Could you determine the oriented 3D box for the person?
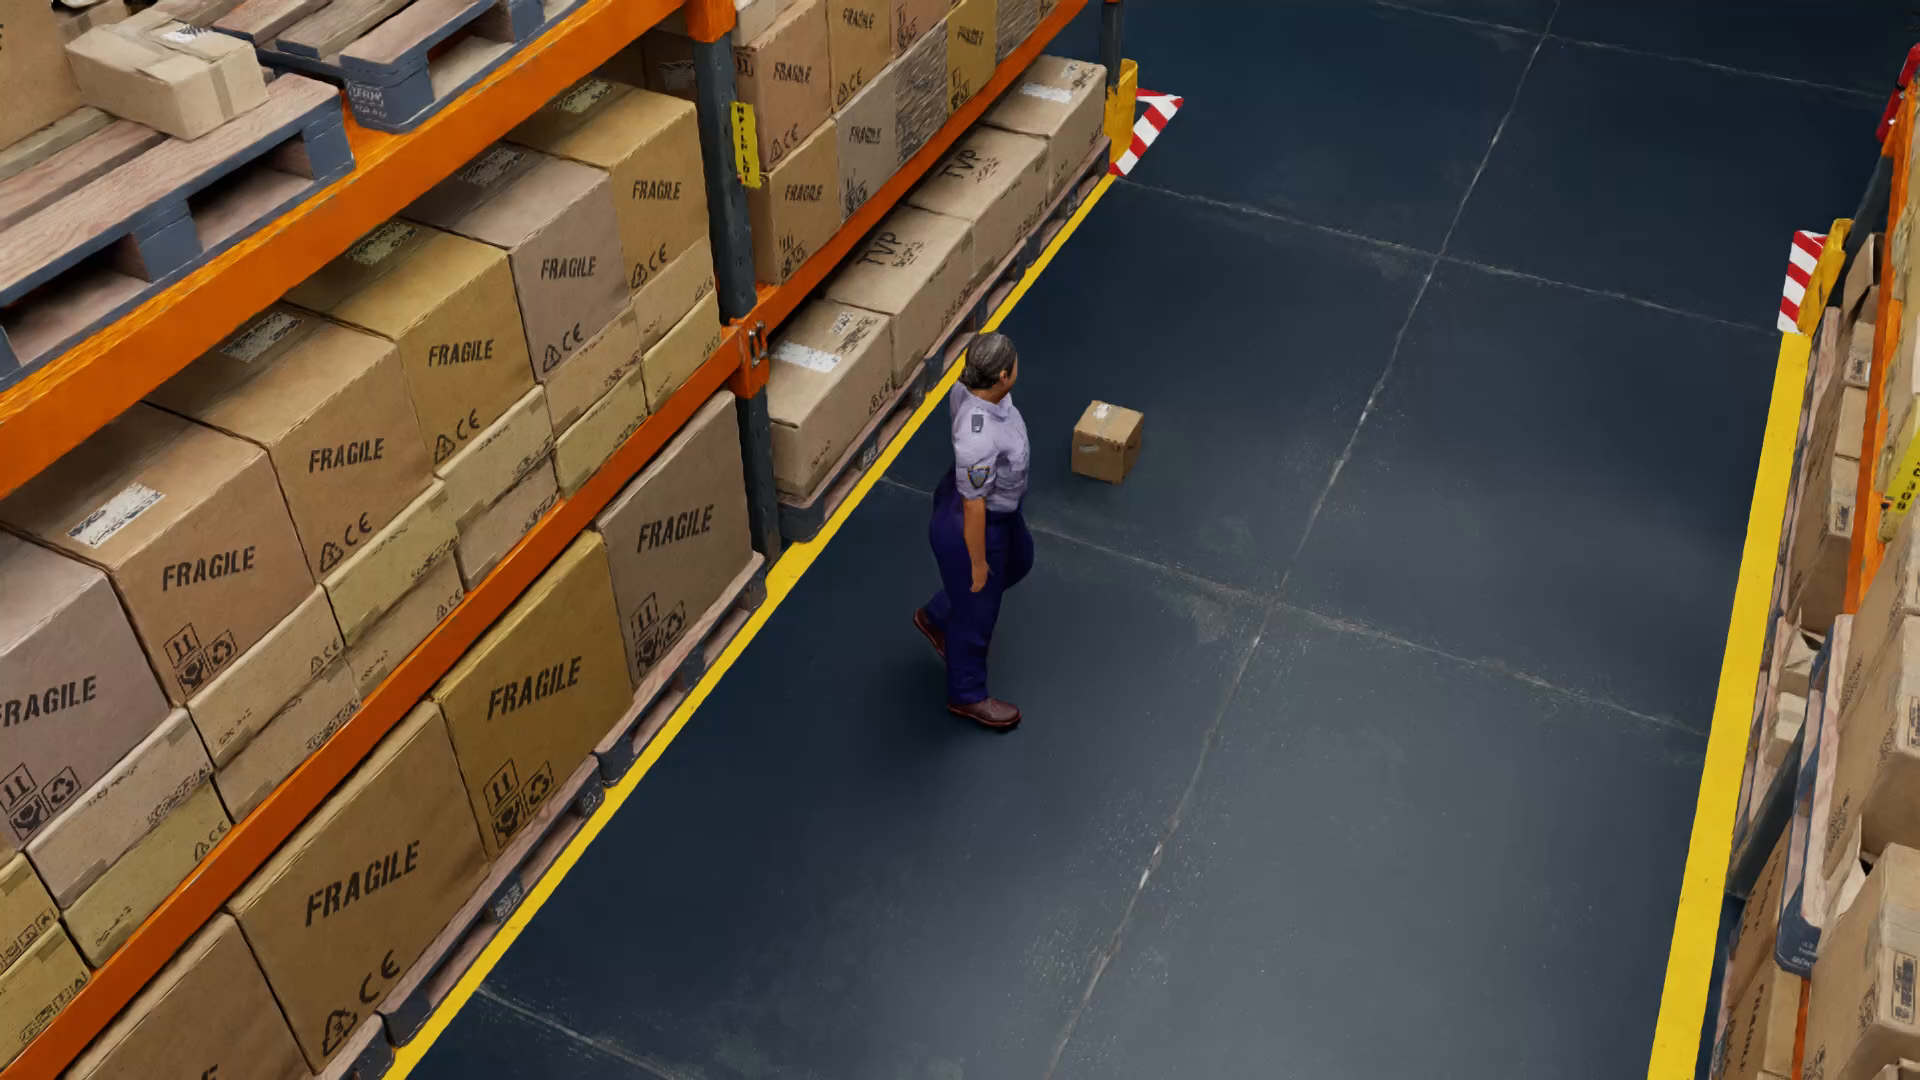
[{"bbox_3d":[0.043,-0.055,6.223,0.478,1.629,0.580,2,42,2],"label":"person"}]
